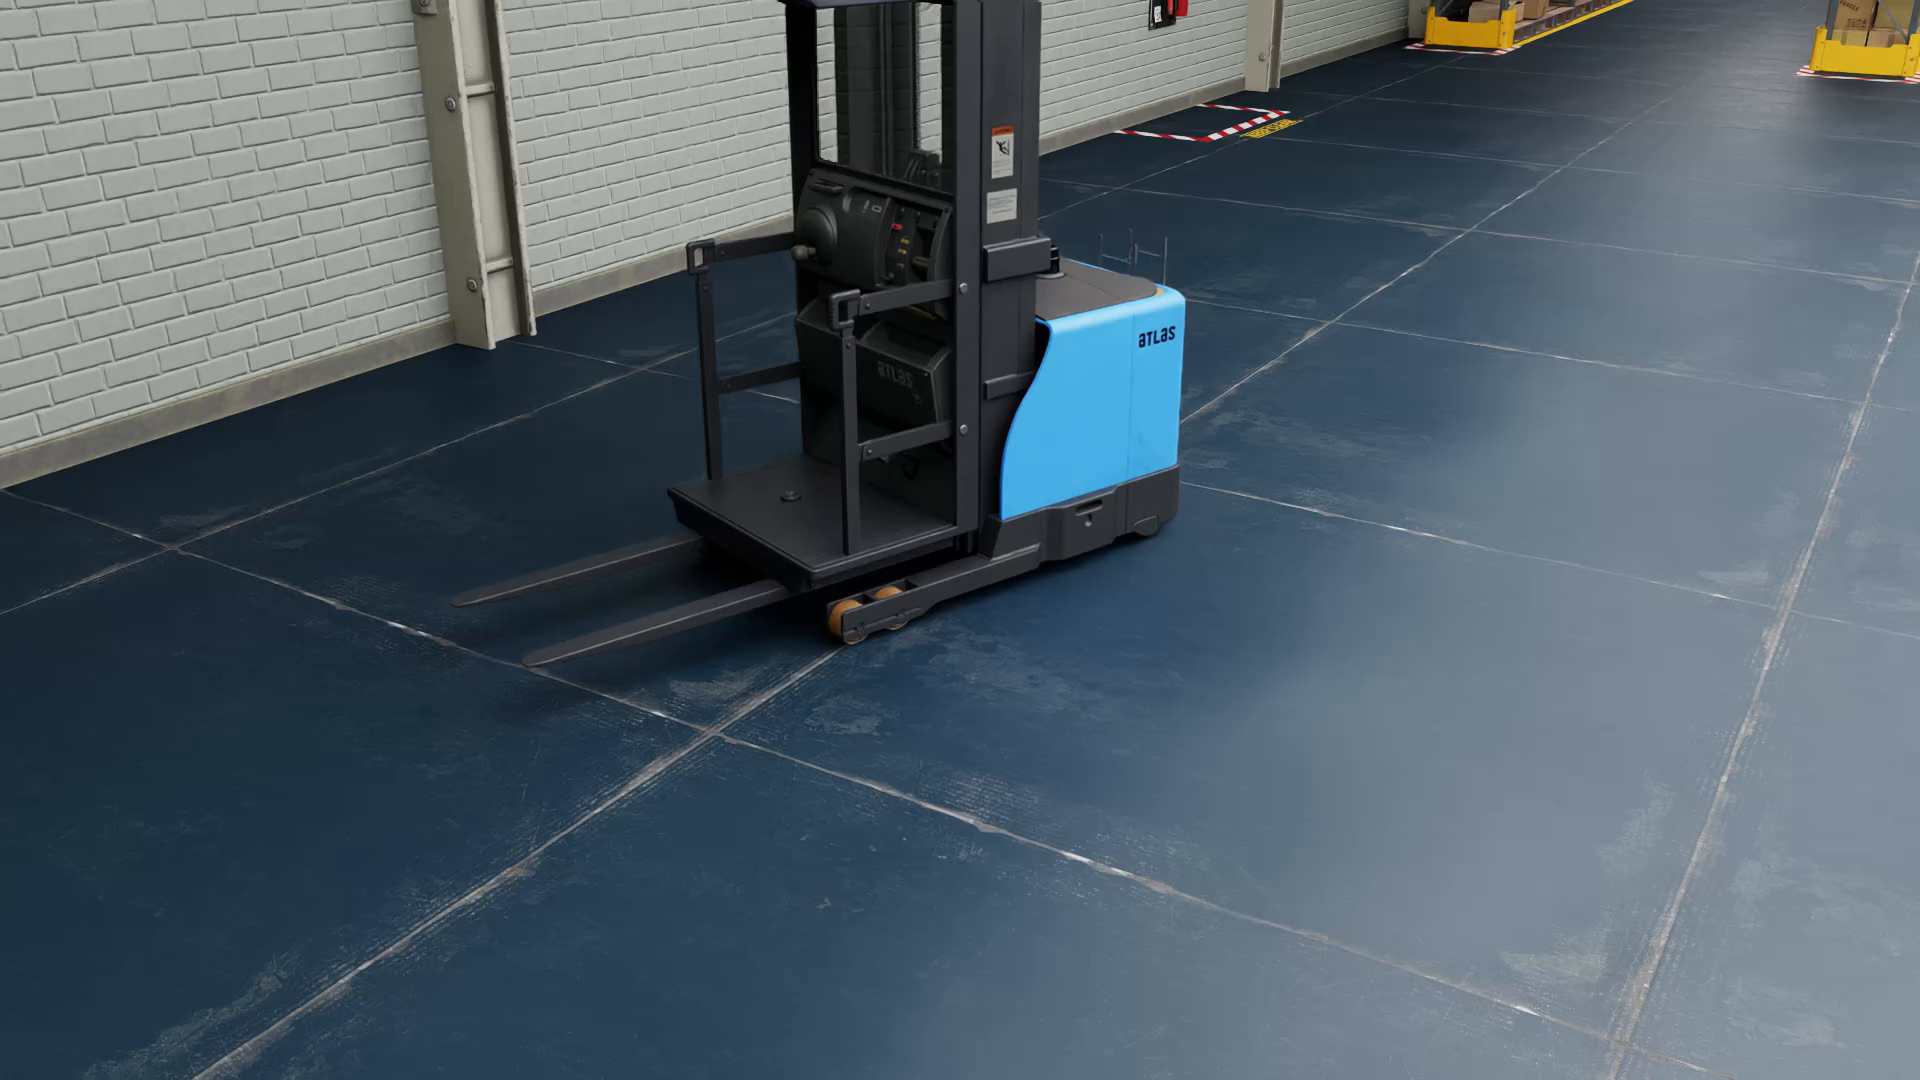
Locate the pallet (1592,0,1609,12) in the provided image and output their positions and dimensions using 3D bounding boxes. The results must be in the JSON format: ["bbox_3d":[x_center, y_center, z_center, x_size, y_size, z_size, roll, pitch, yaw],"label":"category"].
[{"bbox_3d":[10.206,-9.007,27.790,1.003,0.211,1.213,14,27,29],"label":"pallet"}]

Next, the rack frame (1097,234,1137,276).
[{"bbox_3d":[0.687,-0.765,7.507,0.006,1.200,0.240,-18,29,-35],"label":"rack frame"}]

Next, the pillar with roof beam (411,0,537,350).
[{"bbox_3d":[0.841,-4.453,6.210,9.100,9.000,0.400,14,27,29],"label":"pillar with roof beam"}]

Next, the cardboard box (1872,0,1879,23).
[{"bbox_3d":[11.800,-7.082,21.823,0.500,0.500,0.500,14,27,29],"label":"cardboard box"}]

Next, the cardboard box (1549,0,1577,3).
[{"bbox_3d":[9.528,-8.917,26.665,0.700,0.500,0.500,15,28,31],"label":"cardboard box"}]

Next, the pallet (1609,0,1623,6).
[{"bbox_3d":[10.851,-9.417,28.738,1.003,0.211,1.213,14,27,29],"label":"pallet"}]

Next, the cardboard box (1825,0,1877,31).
[{"bbox_3d":[11.285,-6.742,21.036,0.500,0.500,0.500,14,27,29],"label":"cardboard box"}]

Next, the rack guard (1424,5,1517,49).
[{"bbox_3d":[7.084,-7.139,23.111,1.175,0.500,0.348,14,27,29],"label":"rack guard"}]

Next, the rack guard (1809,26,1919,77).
[{"bbox_3d":[11.242,-6.068,20.638,1.175,0.500,0.348,14,27,29],"label":"rack guard"}]

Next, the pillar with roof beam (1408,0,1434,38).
[{"bbox_3d":[10.336,-10.529,20.244,9.100,9.000,0.400,14,27,29],"label":"pillar with roof beam"}]

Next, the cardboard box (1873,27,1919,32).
[{"bbox_3d":[11.987,-6.458,21.325,0.500,0.250,0.500,14,27,29],"label":"cardboard box"}]

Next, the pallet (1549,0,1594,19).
[{"bbox_3d":[9.564,-8.594,26.835,1.003,0.211,1.213,14,27,29],"label":"pallet"}]

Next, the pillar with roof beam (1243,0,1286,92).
[{"bbox_3d":[7.171,-8.504,15.566,9.100,9.000,0.400,14,27,29],"label":"pillar with roof beam"}]

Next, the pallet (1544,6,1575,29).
[{"bbox_3d":[8.830,-8.096,25.687,1.003,0.211,1.213,14,27,29],"label":"pallet"}]

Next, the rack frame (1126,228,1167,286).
[{"bbox_3d":[0.830,-0.810,7.612,0.006,1.200,0.240,-18,29,-35],"label":"rack frame"}]

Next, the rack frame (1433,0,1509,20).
[{"bbox_3d":[7.044,-8.260,22.555,1.000,3.000,0.127,14,27,29],"label":"rack frame"}]

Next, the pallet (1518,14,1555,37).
[{"bbox_3d":[8.187,-7.683,24.732,1.003,0.211,1.213,14,27,29],"label":"pallet"}]

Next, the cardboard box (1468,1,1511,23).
[{"bbox_3d":[7.486,-7.443,23.498,0.500,0.311,0.500,11,26,23],"label":"cardboard box"}]

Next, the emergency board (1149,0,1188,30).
[{"bbox_3d":[2.178,-5.827,16.933,0.194,1.169,0.643,14,27,29],"label":"emergency board"}]

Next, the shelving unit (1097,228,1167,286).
[{"bbox_3d":[0.759,-0.788,7.559,0.189,1.200,0.258,-18,29,-35],"label":"shelving unit"}]

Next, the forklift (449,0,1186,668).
[{"bbox_3d":[-0.506,-1.185,6.298,3.031,2.935,1.130,-18,29,-35],"label":"forklift"}]

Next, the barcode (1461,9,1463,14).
[{"bbox_3d":[7.156,-7.537,23.704,0.001,0.075,0.075,14,27,29],"label":"barcode"}]

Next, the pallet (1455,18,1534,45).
[{"bbox_3d":[7.543,-7.273,23.784,1.003,0.211,1.213,14,27,29],"label":"pallet"}]

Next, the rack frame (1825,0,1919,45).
[{"bbox_3d":[11.255,-7.223,20.160,1.000,3.000,0.127,14,27,29],"label":"rack frame"}]

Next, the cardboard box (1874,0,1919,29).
[{"bbox_3d":[11.989,-6.802,21.175,0.500,0.500,0.500,14,27,29],"label":"cardboard box"}]

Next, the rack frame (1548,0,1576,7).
[{"bbox_3d":[9.154,-9.610,25.674,1.000,3.000,0.127,14,27,29],"label":"rack frame"}]

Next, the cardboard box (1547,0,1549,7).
[{"bbox_3d":[8.898,-8.325,25.717,0.380,0.166,0.250,10,25,22],"label":"cardboard box"}]

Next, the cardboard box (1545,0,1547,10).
[{"bbox_3d":[8.641,-8.306,25.254,0.500,0.500,0.500,12,26,25],"label":"cardboard box"}]

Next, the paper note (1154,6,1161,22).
[{"bbox_3d":[2.026,-5.377,17.004,0.016,0.148,0.142,14,27,29],"label":"paper note"}]

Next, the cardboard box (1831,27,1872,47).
[{"bbox_3d":[11.287,-6.397,21.184,0.500,0.250,0.500,14,27,29],"label":"cardboard box"}]

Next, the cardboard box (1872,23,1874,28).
[{"bbox_3d":[11.540,-6.568,21.579,0.500,0.250,0.500,14,27,29],"label":"cardboard box"}]

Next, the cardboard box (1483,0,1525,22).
[{"bbox_3d":[7.786,-7.635,23.942,0.500,0.311,0.500,16,28,33],"label":"cardboard box"}]

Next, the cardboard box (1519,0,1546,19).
[{"bbox_3d":[8.216,-7.959,24.452,0.700,0.500,0.500,12,26,26],"label":"cardboard box"}]

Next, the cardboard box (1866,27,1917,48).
[{"bbox_3d":[11.727,-6.289,20.933,0.500,0.250,0.500,14,27,29],"label":"cardboard box"}]
